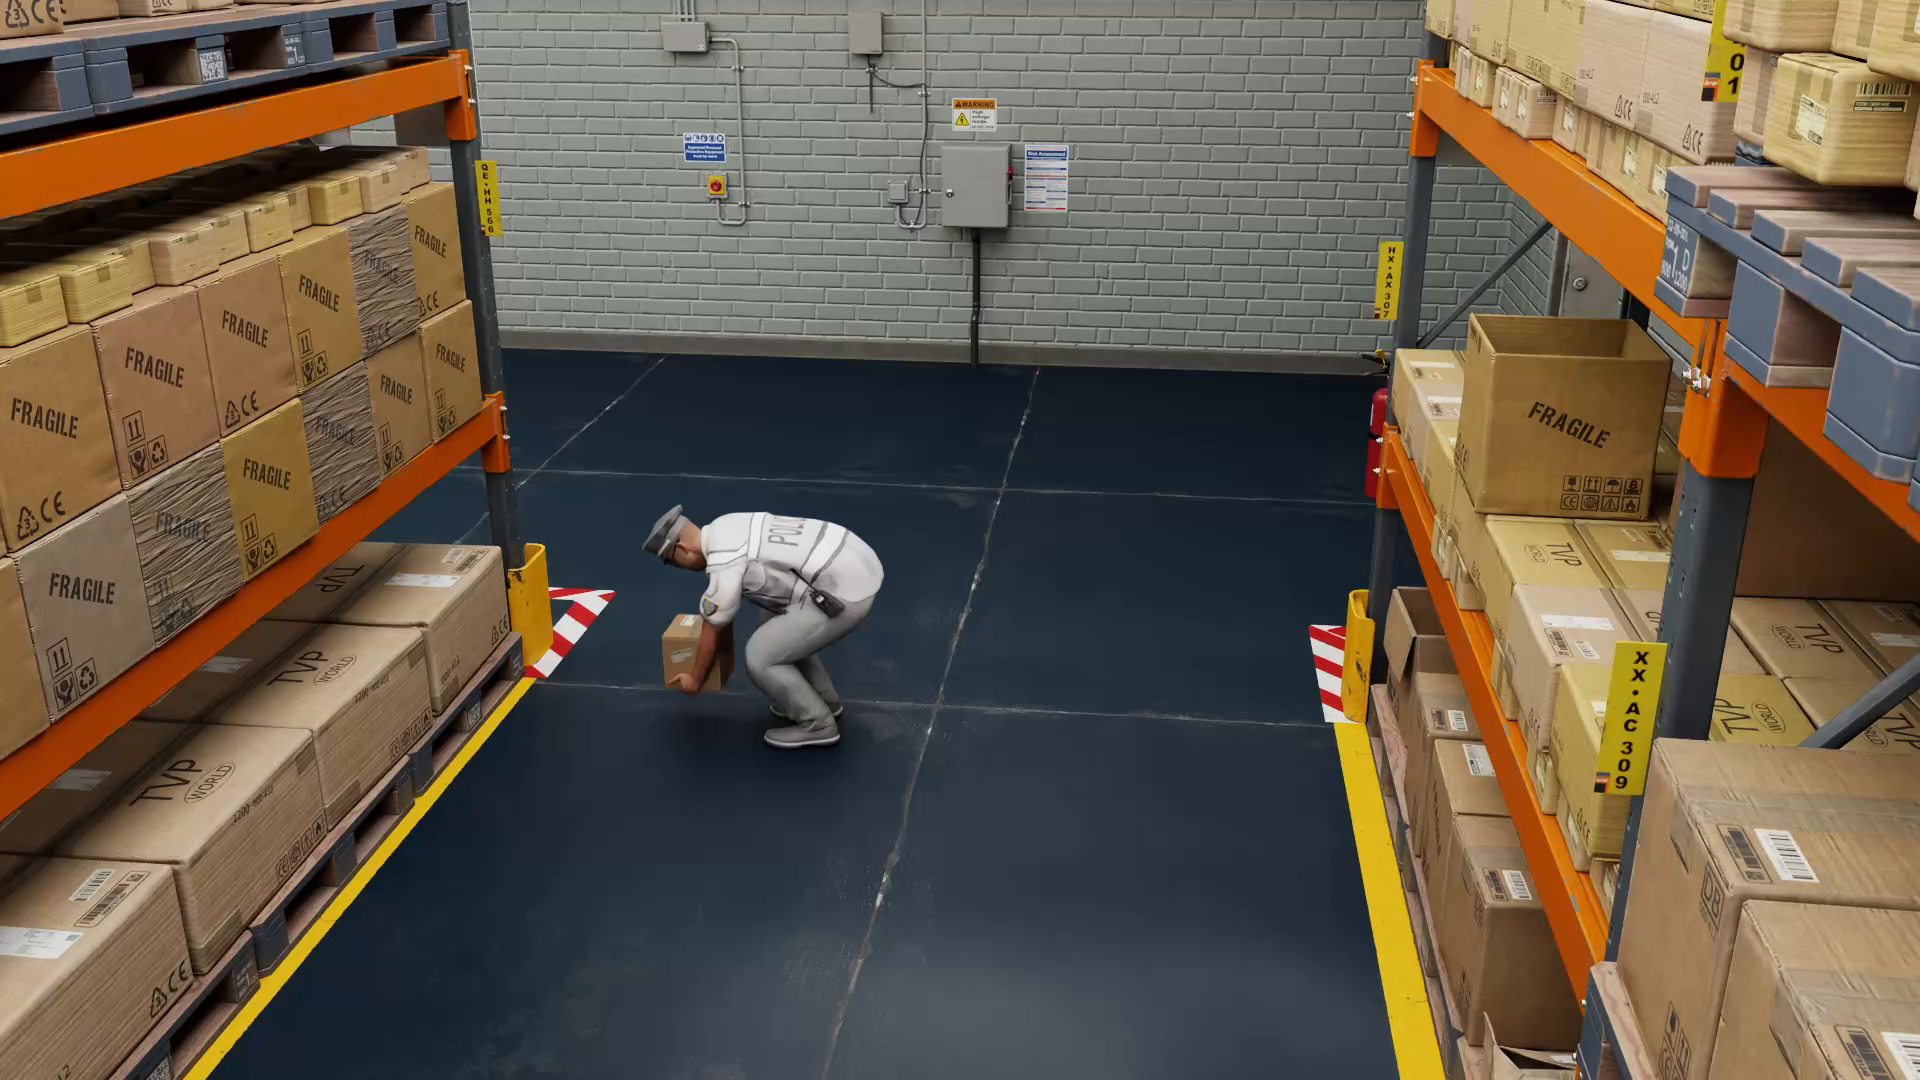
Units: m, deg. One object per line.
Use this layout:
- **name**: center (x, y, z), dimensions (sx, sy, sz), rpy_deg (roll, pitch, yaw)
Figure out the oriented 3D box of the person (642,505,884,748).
- **person**: center (-0.841, 0.349, 7.177), dimensions (1.023, 1.030, 0.533), rpy_deg (2, 21, 4)
